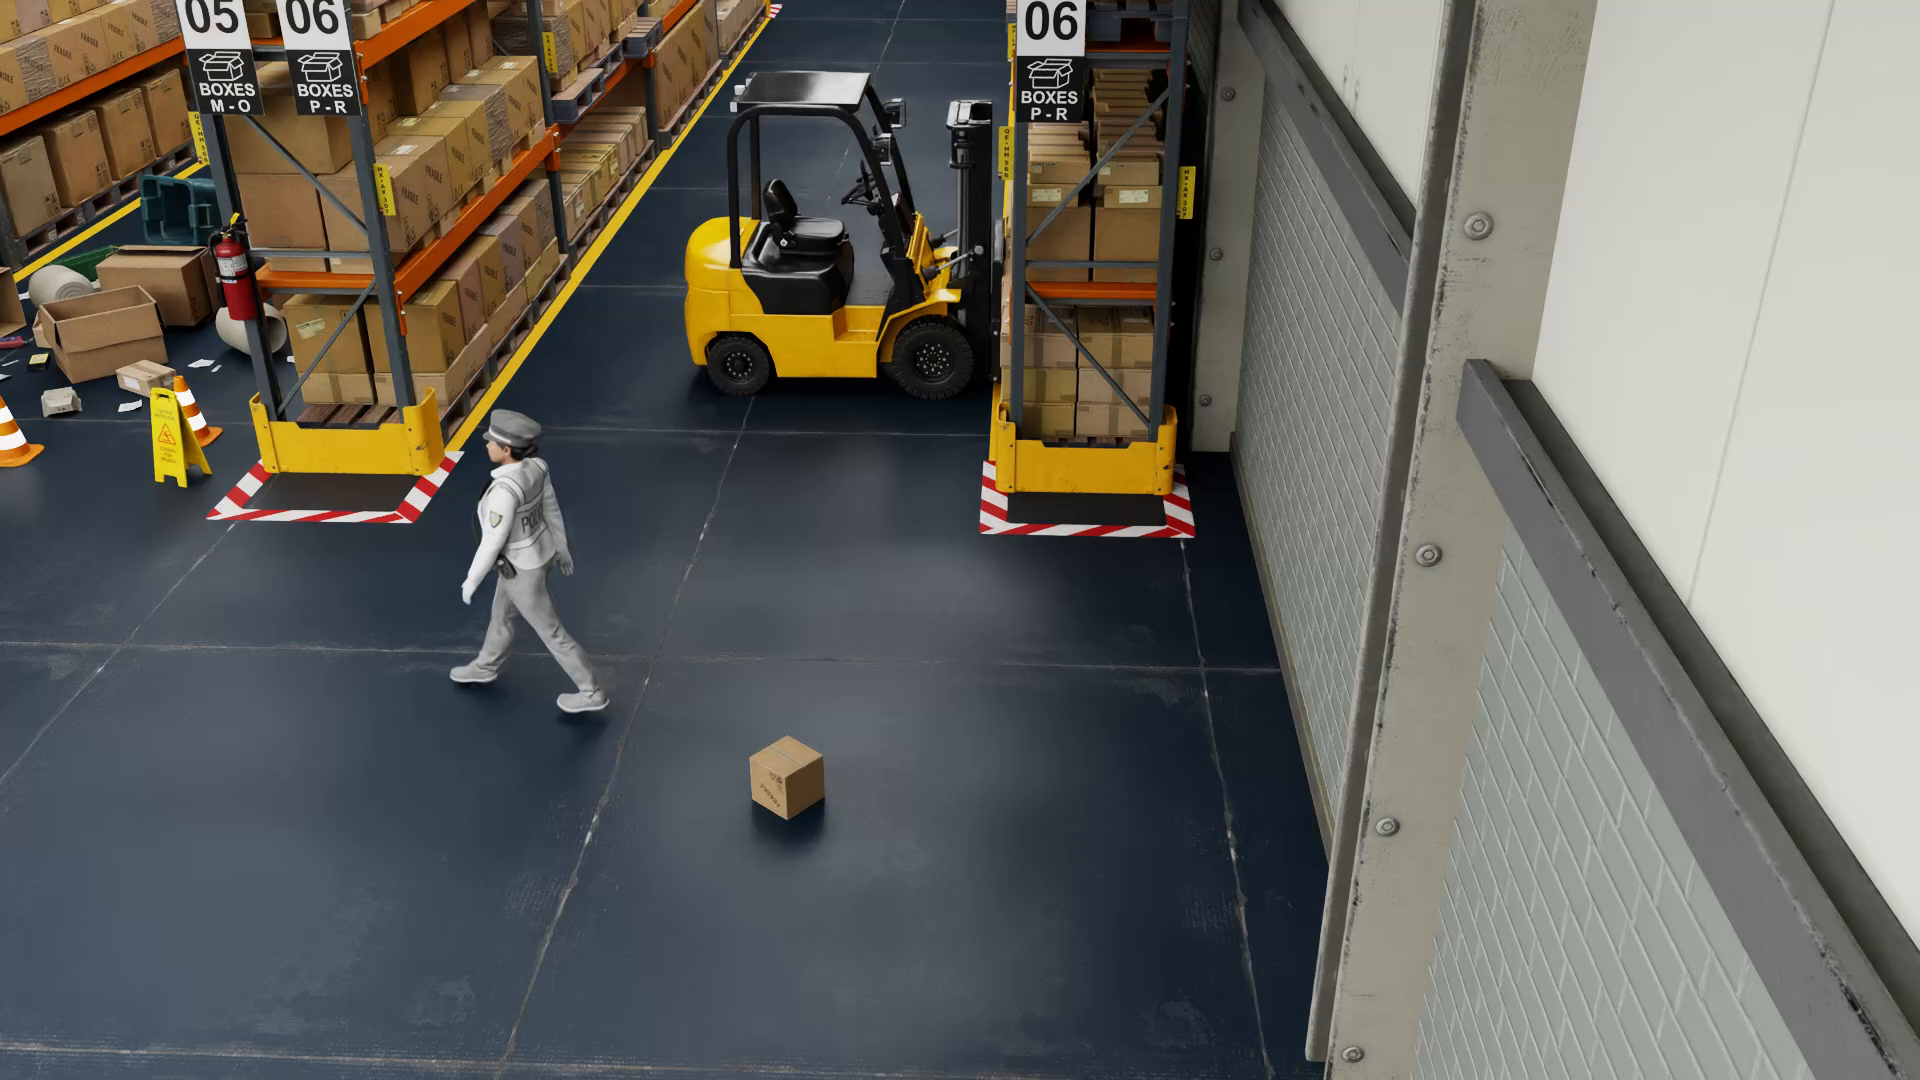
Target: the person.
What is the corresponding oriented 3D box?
[{"bbox_3d":[-2.282,0.109,8.355,0.945,1.641,0.519,3,28,5],"label":"person"}]
